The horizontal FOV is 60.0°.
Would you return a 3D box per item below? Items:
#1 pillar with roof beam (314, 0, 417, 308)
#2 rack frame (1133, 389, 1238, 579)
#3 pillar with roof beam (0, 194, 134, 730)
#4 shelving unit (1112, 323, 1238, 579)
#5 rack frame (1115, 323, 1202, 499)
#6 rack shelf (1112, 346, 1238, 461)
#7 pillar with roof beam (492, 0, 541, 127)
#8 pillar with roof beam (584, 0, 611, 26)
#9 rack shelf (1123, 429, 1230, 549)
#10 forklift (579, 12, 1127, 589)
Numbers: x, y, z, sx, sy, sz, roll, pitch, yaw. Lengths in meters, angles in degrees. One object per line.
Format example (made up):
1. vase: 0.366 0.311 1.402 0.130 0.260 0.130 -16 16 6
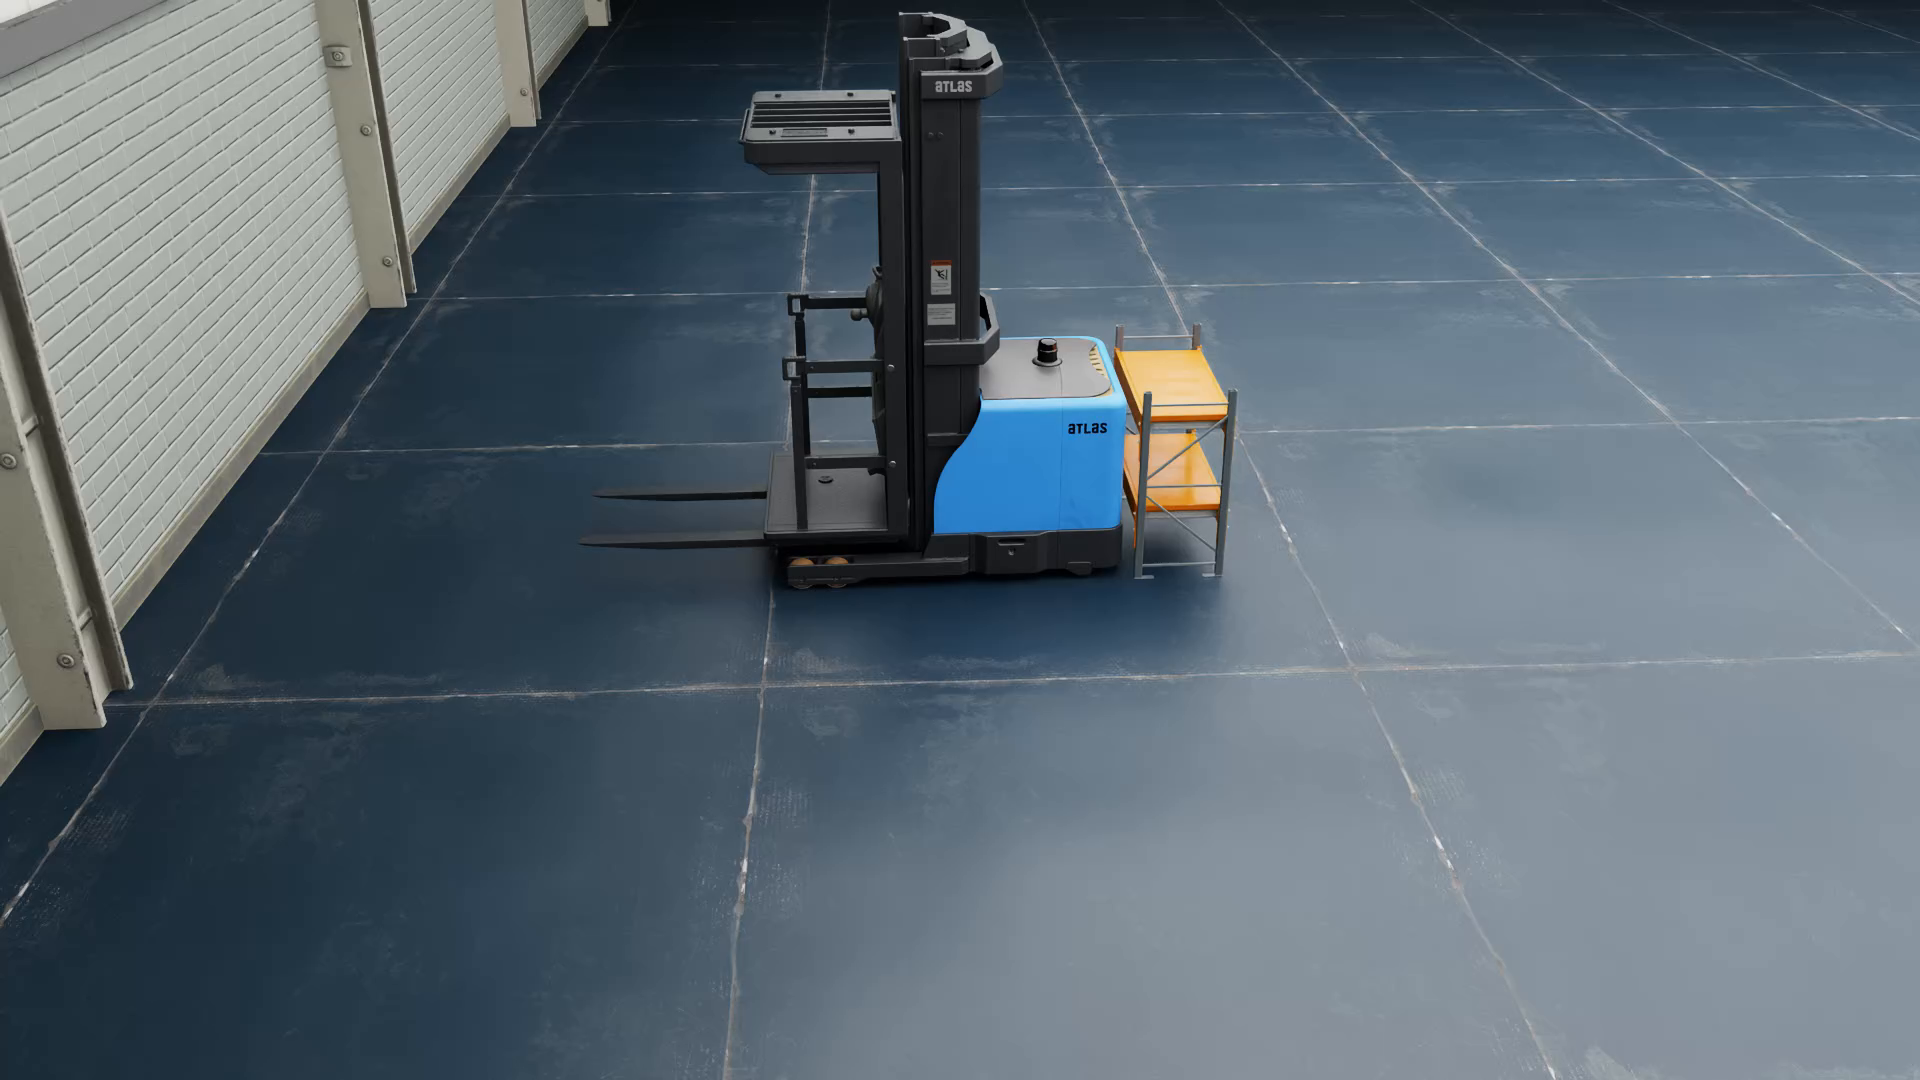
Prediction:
1. pillar with roof beam: -0.312 -6.047 11.614 9.100 9.000 0.400 -1 28 -3
2. rack frame: 1.226 -0.292 9.094 0.500 1.125 0.032 -2 28 -3
3. pillar with roof beam: 0.001 -3.276 6.301 9.100 9.000 0.400 -1 28 -3
4. shelving unit: 1.195 -0.527 9.544 0.538 1.125 1.048 -2 28 -3
5. rack frame: 1.164 -0.762 9.994 0.500 1.125 0.032 -2 28 -3
6. rack shelf: 1.195 -0.786 9.409 0.538 0.278 1.000 -2 28 -3
7. pillar with roof beam: -0.625 -8.818 16.926 9.100 9.000 0.400 -1 28 -3
8. pillar with roof beam: -0.939 -11.589 22.239 9.100 9.000 0.400 -1 28 -3
9. rack shelf: 1.195 -0.310 9.657 0.538 0.278 1.000 -2 28 -3
10. forklift: -0.628 -1.281 9.037 3.031 2.935 1.130 -2 28 -3
